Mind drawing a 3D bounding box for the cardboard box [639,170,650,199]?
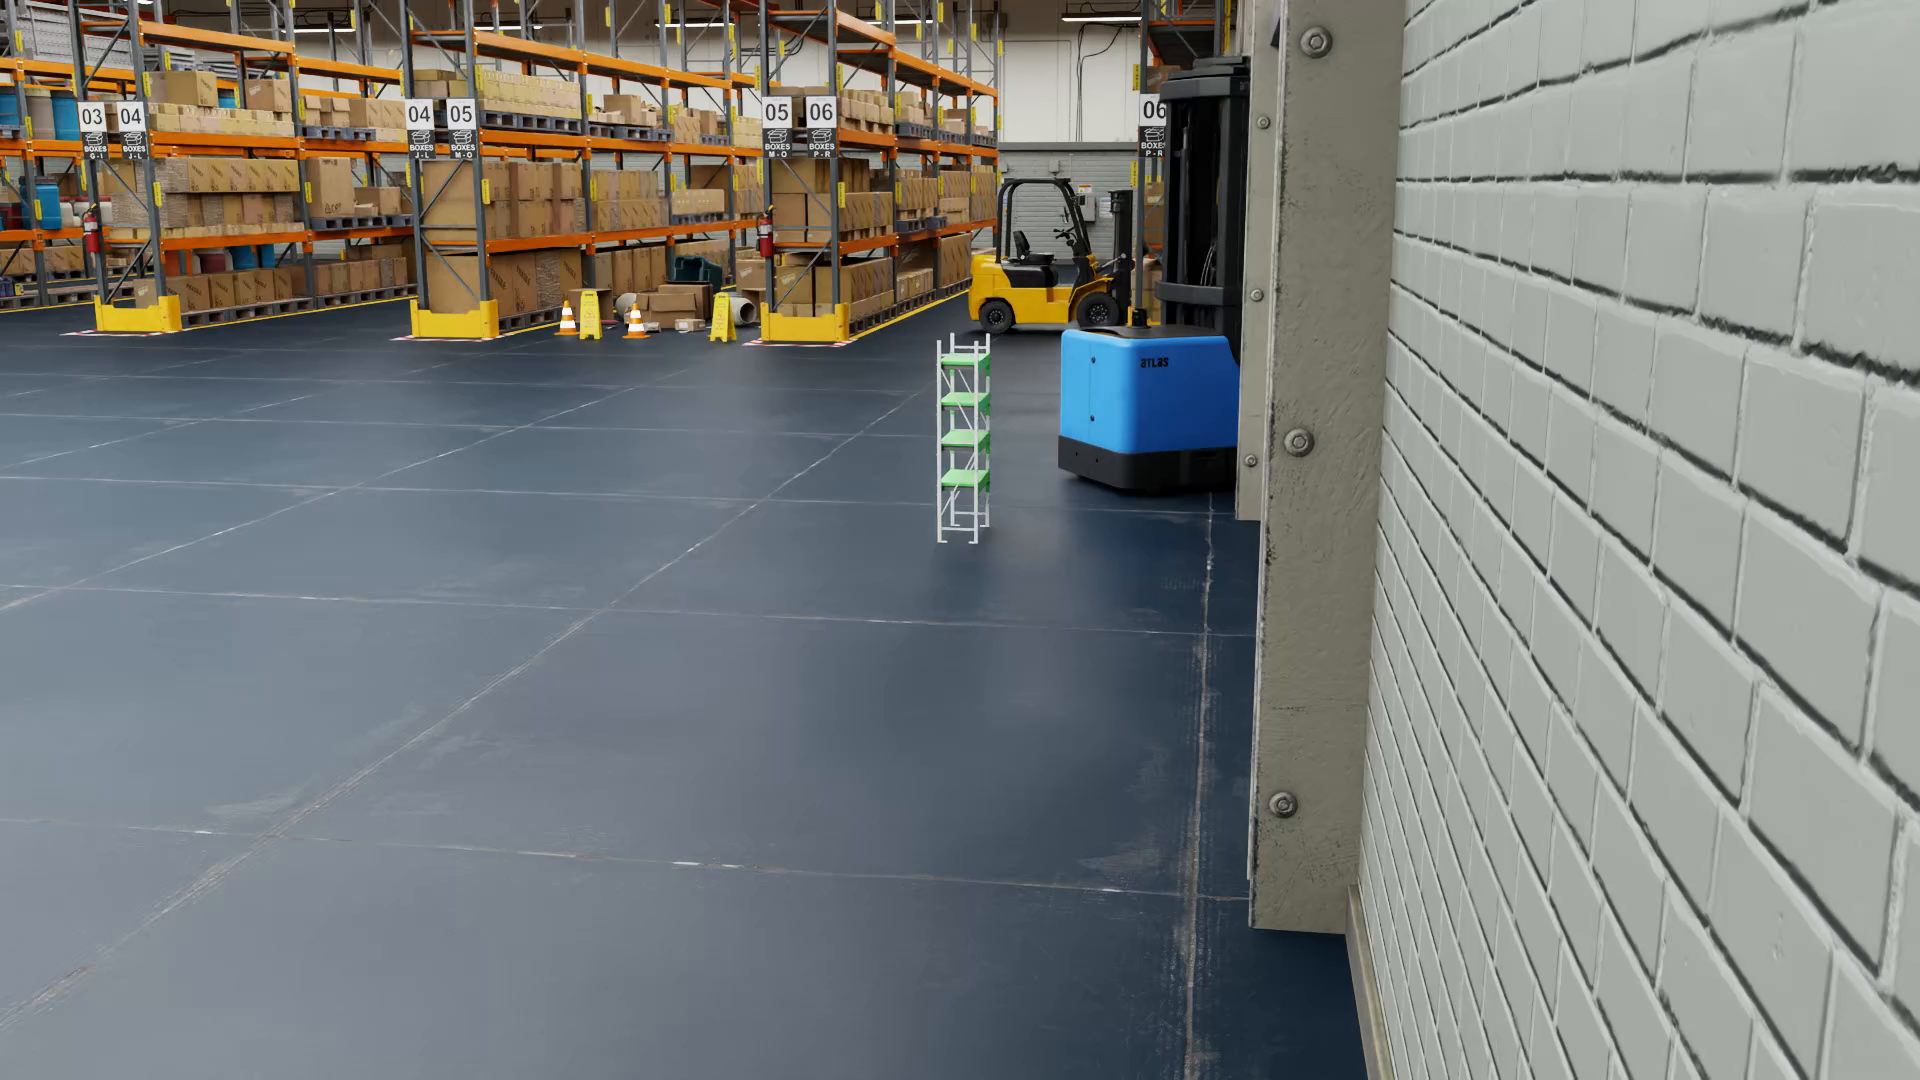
[{"bbox_3d":[-5.948,-6.319,29.583,0.700,0.500,0.500,2,12,8],"label":"cardboard box"}]

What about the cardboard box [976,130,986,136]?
[{"bbox_3d":[0.378,-8.917,36.491,0.380,0.149,0.250,1,12,4],"label":"cardboard box"}]

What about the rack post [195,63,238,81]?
[{"bbox_3d":[-15.143,-9.417,33.517,0.937,0.300,0.954,3,13,15],"label":"rack post"}]

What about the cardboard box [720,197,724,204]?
[{"bbox_3d":[-5.044,-6.951,34.020,0.380,0.149,0.250,2,12,10],"label":"cardboard box"}]

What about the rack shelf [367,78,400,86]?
[{"bbox_3d":[-10.371,-8.963,32.880,1.077,0.370,4.000,2,12,9],"label":"rack shelf"}]

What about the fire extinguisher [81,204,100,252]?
[{"bbox_3d":[-12.382,-4.449,23.702,0.296,0.674,0.183,2,12,9],"label":"fire extinguisher"}]

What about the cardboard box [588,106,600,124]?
[{"bbox_3d":[-6.356,-7.196,28.120,0.500,0.311,0.500,1,12,7],"label":"cardboard box"}]

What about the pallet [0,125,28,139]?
[{"bbox_3d":[-16.202,-6.710,27.336,1.213,0.211,1.003,2,12,9],"label":"pallet"}]

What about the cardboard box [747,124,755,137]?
[{"bbox_3d":[-4.694,-8.750,35.523,0.500,0.250,0.500,2,12,10],"label":"cardboard box"}]

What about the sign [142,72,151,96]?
[{"bbox_3d":[-11.373,-6.372,23.246,0.100,0.325,0.005,2,12,9],"label":"sign"}]

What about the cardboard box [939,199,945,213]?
[{"bbox_3d":[-0.564,-6.109,30.388,0.500,0.250,0.500,2,12,8],"label":"cardboard box"}]

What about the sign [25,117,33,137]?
[{"bbox_3d":[-15.646,-6.940,27.933,0.100,0.325,0.005,2,12,9],"label":"sign"}]

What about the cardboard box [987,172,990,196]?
[{"bbox_3d":[0.374,-7.722,36.096,0.500,0.500,0.500,2,12,8],"label":"cardboard box"}]

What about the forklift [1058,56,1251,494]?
[{"bbox_3d":[2.276,-1.930,11.994,3.031,2.935,1.130,-5,13,-23],"label":"forklift"}]

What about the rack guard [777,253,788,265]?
[{"bbox_3d":[-4.574,-6.407,38.537,1.175,0.500,0.348,2,12,9],"label":"rack guard"}]

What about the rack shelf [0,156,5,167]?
[{"bbox_3d":[-24.439,-9.006,39.252,1.077,0.370,4.000,2,12,9],"label":"rack shelf"}]

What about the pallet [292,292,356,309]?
[{"bbox_3d":[-11.175,-4.128,28.645,1.003,0.211,1.213,2,12,9],"label":"pallet"}]

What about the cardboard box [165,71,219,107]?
[{"bbox_3d":[-11.414,-6.701,24.718,0.500,0.500,0.500,2,12,8],"label":"cardboard box"}]

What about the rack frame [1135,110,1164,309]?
[{"bbox_3d":[2.788,-4.015,21.503,1.000,3.000,0.127,2,12,9],"label":"rack frame"}]

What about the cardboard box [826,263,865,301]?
[{"bbox_3d":[-1.640,-3.675,23.678,0.500,0.500,0.500,1,12,7],"label":"cardboard box"}]

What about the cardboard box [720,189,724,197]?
[{"bbox_3d":[-5.047,-7.096,33.985,0.380,0.149,0.250,2,12,11],"label":"cardboard box"}]

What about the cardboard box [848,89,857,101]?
[{"bbox_3d":[-1.626,-6.128,22.894,0.380,0.149,0.250,2,12,8],"label":"cardboard box"}]

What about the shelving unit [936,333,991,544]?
[{"bbox_3d":[0.025,-0.621,10.027,0.258,1.200,0.503,2,12,9],"label":"shelving unit"}]

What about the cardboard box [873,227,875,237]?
[{"bbox_3d":[-1.472,-4.544,24.555,0.380,0.149,0.250,2,12,8],"label":"cardboard box"}]

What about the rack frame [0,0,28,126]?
[{"bbox_3d":[-16.188,-8.422,27.712,1.000,3.000,0.127,2,12,9],"label":"rack frame"}]

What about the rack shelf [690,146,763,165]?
[{"bbox_3d":[-4.870,-8.343,36.175,1.077,0.370,4.000,2,12,9],"label":"rack shelf"}]

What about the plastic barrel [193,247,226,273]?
[{"bbox_3d":[-15.340,-5.686,33.983,0.600,0.588,0.708,2,12,9],"label":"plastic barrel"}]

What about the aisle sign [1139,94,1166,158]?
[{"bbox_3d":[2.488,-5.281,21.209,0.394,0.787,0.004,2,12,9],"label":"aisle sign"}]

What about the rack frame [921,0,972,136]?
[{"bbox_3d":[-0.271,-9.606,33.204,1.000,3.000,0.127,2,12,9],"label":"rack frame"}]

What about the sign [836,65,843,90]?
[{"bbox_3d":[-1.581,-6.051,21.756,0.100,0.325,0.005,2,12,9],"label":"sign"}]

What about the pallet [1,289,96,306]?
[{"bbox_3d":[-16.105,-4.291,29.402,1.003,0.211,1.213,2,12,9],"label":"pallet"}]

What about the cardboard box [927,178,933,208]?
[{"bbox_3d":[-0.750,-6.028,28.905,0.500,0.500,0.500,2,12,8],"label":"cardboard box"}]

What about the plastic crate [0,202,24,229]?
[{"bbox_3d":[-16.416,-5.631,28.851,0.402,0.464,0.583,2,12,9],"label":"plastic crate"}]

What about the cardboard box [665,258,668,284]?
[{"bbox_3d":[-5.432,-5.102,31.483,0.500,0.500,0.500,1,12,6],"label":"cardboard box"}]

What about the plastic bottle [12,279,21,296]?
[{"bbox_3d":[-15.936,-4.265,28.069,0.061,0.283,0.133,3,12,11],"label":"plastic bottle"}]

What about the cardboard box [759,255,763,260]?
[{"bbox_3d":[-4.565,-6.214,36.770,0.380,0.149,0.250,3,12,11],"label":"cardboard box"}]

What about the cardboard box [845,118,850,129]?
[{"bbox_3d":[-1.718,-5.689,22.745,0.380,0.149,0.250,2,12,10],"label":"cardboard box"}]

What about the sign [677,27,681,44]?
[{"bbox_3d":[-5.711,-10.262,33.844,0.100,0.325,0.005,2,12,9],"label":"sign"}]

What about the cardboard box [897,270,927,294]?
[{"bbox_3d":[-1.089,-4.490,28.947,0.950,0.372,0.625,2,12,8],"label":"cardboard box"}]

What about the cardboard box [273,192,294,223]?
[{"bbox_3d":[-11.424,-5.431,27.132,0.875,0.500,0.500,2,12,9],"label":"cardboard box"}]

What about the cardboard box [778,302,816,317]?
[{"bbox_3d":[-2.255,-3.218,23.335,0.500,0.250,0.500,2,12,8],"label":"cardboard box"}]

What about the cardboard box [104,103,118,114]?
[{"bbox_3d":[-12.175,-6.152,23.708,0.380,0.149,0.250,2,12,9],"label":"cardboard box"}]

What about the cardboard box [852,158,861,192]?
[{"bbox_3d":[-1.884,-5.500,25.079,0.700,0.500,0.500,2,12,9],"label":"cardboard box"}]

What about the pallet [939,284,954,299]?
[{"bbox_3d":[-0.691,-4.639,31.017,1.003,0.211,1.213,2,12,9],"label":"pallet"}]

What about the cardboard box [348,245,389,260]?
[{"bbox_3d":[-10.823,-5.270,30.435,0.500,0.250,0.500,3,13,15],"label":"cardboard box"}]

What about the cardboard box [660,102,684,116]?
[{"bbox_3d":[-5.379,-8.052,31.059,0.396,0.266,0.258,2,12,9],"label":"cardboard box"}]

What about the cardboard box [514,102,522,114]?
[{"bbox_3d":[-6.499,-6.183,23.806,0.380,0.149,0.250,2,12,9],"label":"cardboard box"}]

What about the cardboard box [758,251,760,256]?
[{"bbox_3d":[-4.642,-6.360,36.741,0.380,0.149,0.250,1,12,7],"label":"cardboard box"}]

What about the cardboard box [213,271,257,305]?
[{"bbox_3d":[-11.493,-3.979,26.272,0.500,0.500,0.500,1,12,4],"label":"cardboard box"}]

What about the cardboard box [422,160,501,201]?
[{"bbox_3d":[-6.928,-4.991,23.115,0.875,0.550,0.550,2,12,9],"label":"cardboard box"}]

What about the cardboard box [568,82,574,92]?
[{"bbox_3d":[-6.189,-6.995,25.682,0.380,0.149,0.250,2,12,8],"label":"cardboard box"}]
